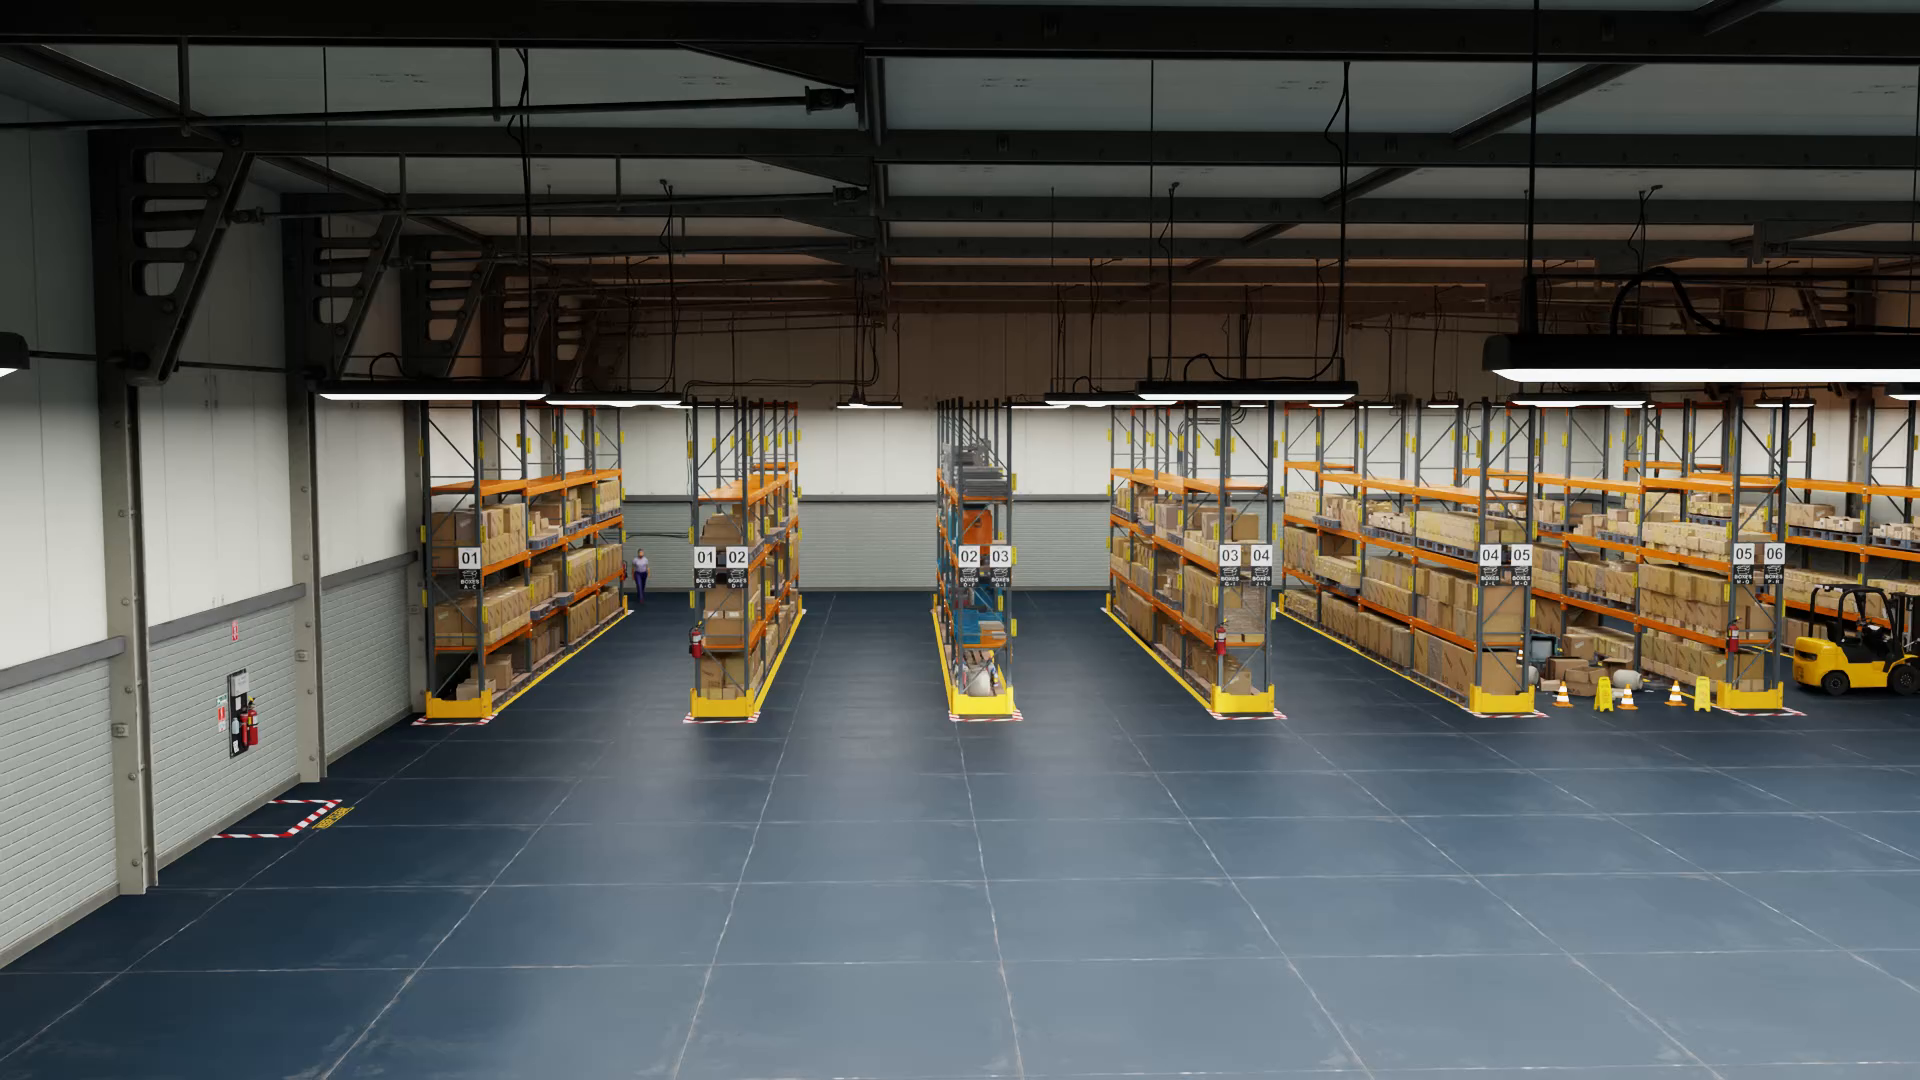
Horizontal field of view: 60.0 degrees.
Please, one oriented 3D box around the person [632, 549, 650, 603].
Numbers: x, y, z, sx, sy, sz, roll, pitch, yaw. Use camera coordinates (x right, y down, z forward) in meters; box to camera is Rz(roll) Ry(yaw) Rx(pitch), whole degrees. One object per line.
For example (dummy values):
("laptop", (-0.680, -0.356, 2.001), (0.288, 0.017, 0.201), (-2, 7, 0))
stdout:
("person", (-9.579, 1.067, 49.869), (0.508, 1.569, 1.064), (-2, 5, -28))
